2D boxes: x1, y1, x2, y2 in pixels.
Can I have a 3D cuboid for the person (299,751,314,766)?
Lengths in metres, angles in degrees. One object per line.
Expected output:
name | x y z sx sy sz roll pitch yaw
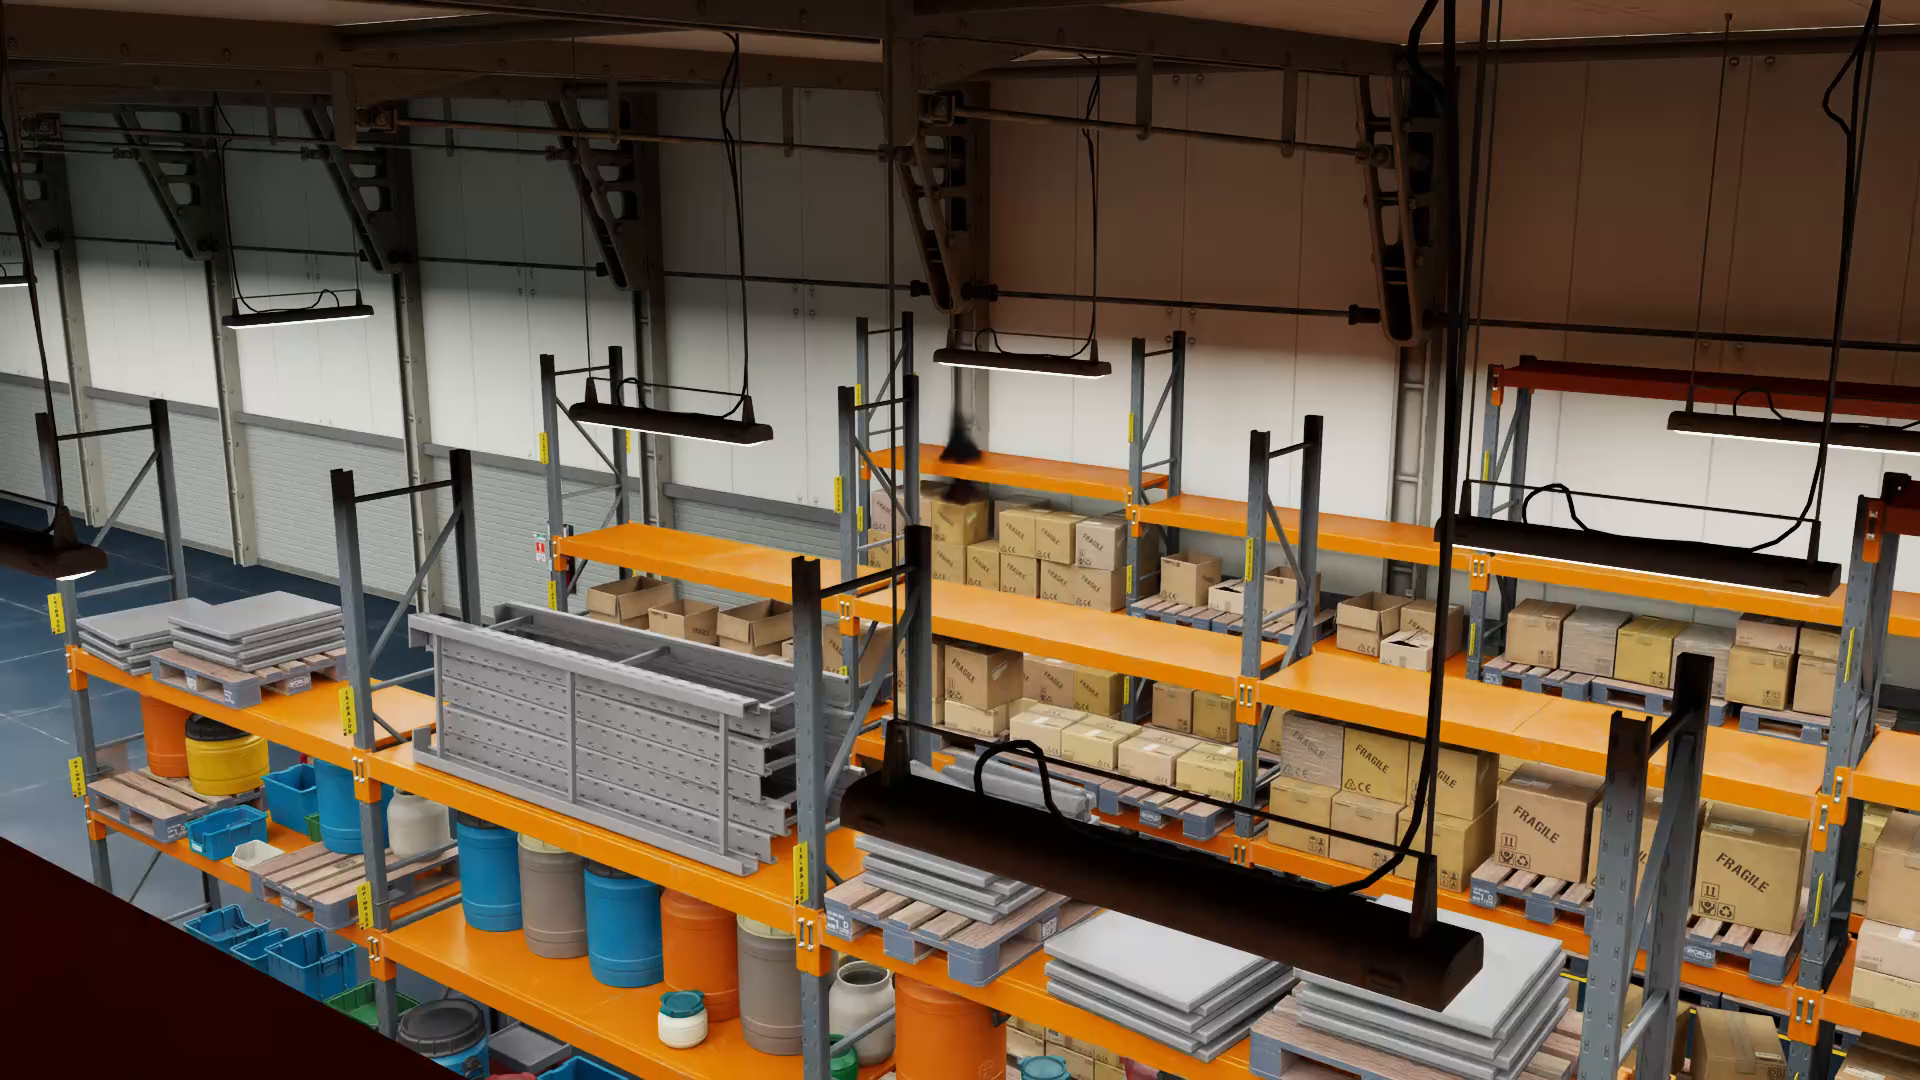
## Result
person | -7.507 2.746 19.654 0.523 1.708 0.668 0 13 -1
